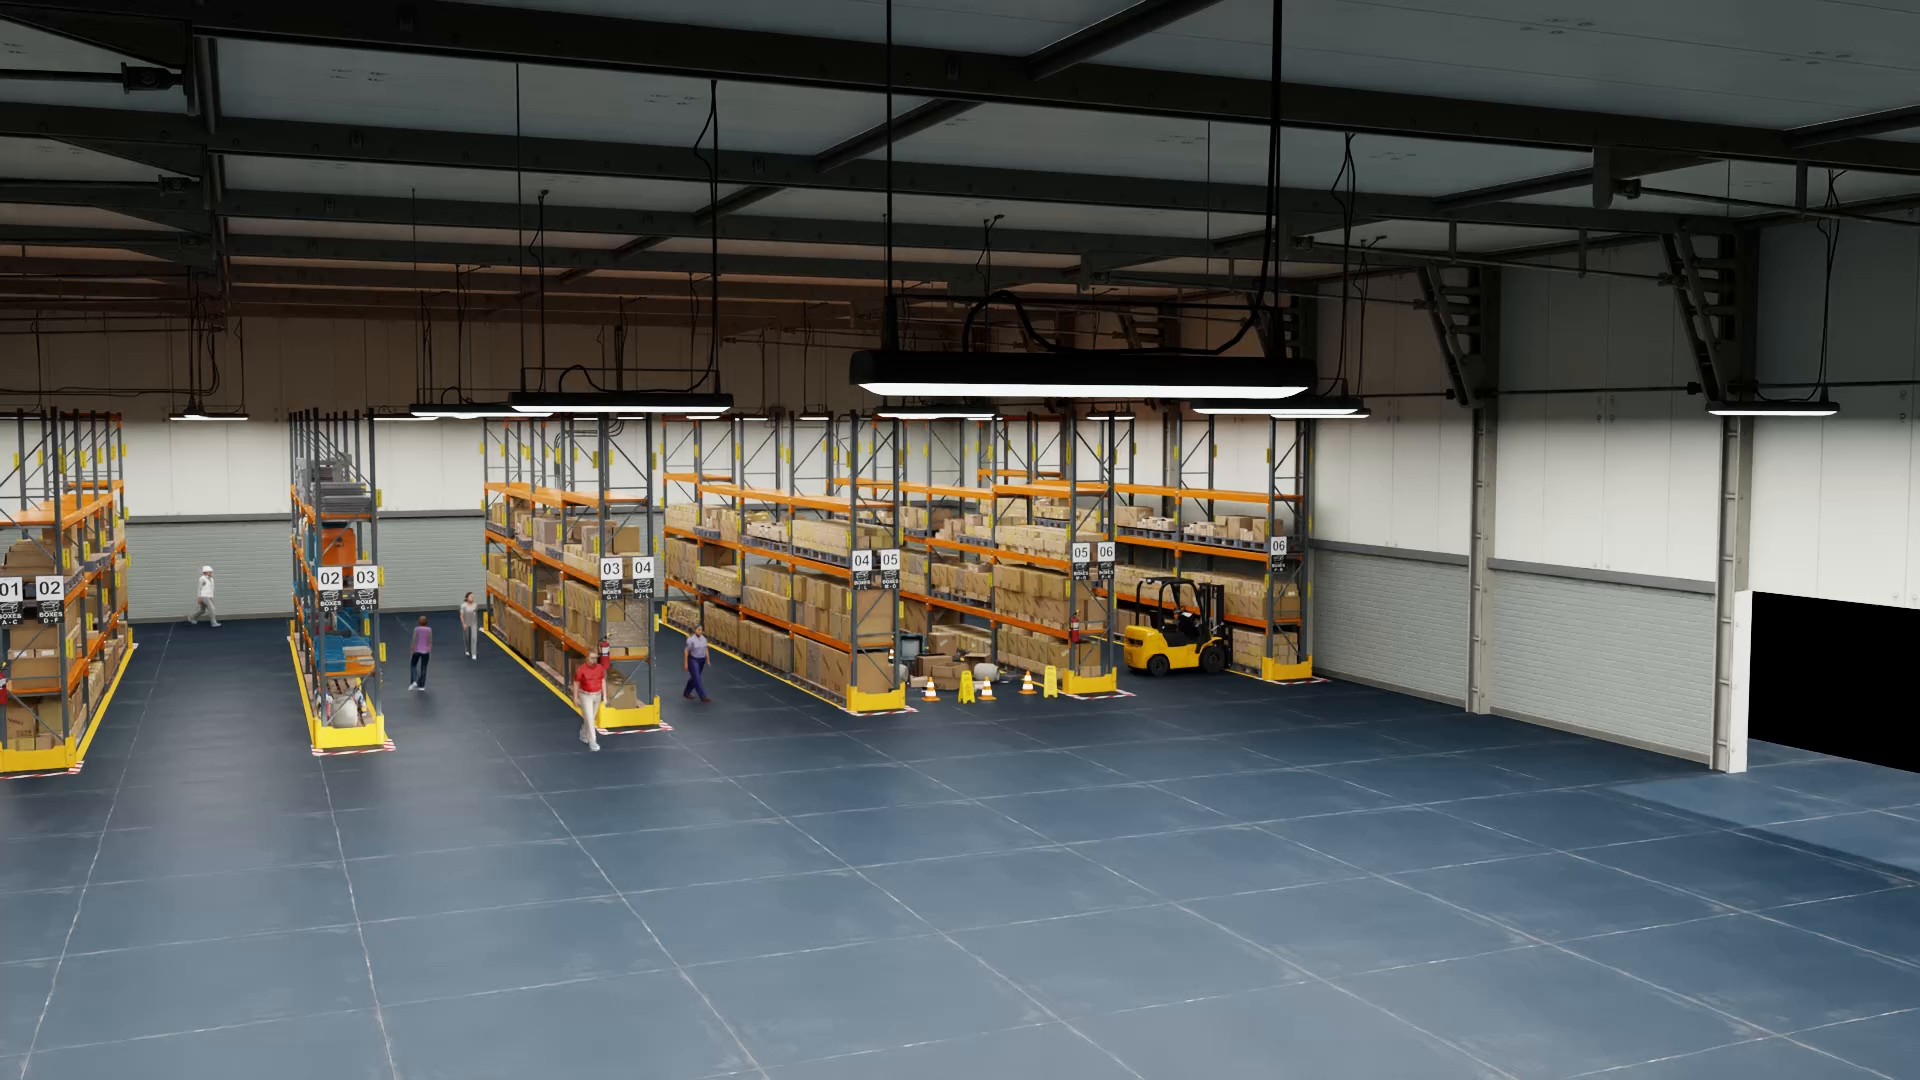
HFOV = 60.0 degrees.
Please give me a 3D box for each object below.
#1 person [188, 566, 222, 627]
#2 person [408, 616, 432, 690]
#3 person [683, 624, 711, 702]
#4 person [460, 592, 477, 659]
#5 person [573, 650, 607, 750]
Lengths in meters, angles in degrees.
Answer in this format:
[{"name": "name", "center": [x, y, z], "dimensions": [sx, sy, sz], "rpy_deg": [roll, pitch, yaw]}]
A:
[{"name": "person", "center": [-21.280, 1.583, 46.833], "dimensions": [1.052, 1.726, 0.536], "rpy_deg": [0, 4, -1]}, {"name": "person", "center": [-11.542, 2.424, 35.550], "dimensions": [0.511, 1.602, 0.367], "rpy_deg": [-1, 4, -20]}, {"name": "person", "center": [-5.362, 2.515, 34.097], "dimensions": [1.013, 1.589, 0.520], "rpy_deg": [3, 5, 34]}, {"name": "person", "center": [-11.932, 2.065, 40.408], "dimensions": [0.421, 1.603, 1.060], "rpy_deg": [-1, 4, -20]}, {"name": "person", "center": [-6.516, 2.796, 29.444], "dimensions": [0.943, 1.684, 0.558], "rpy_deg": [4, 5, 42]}]
